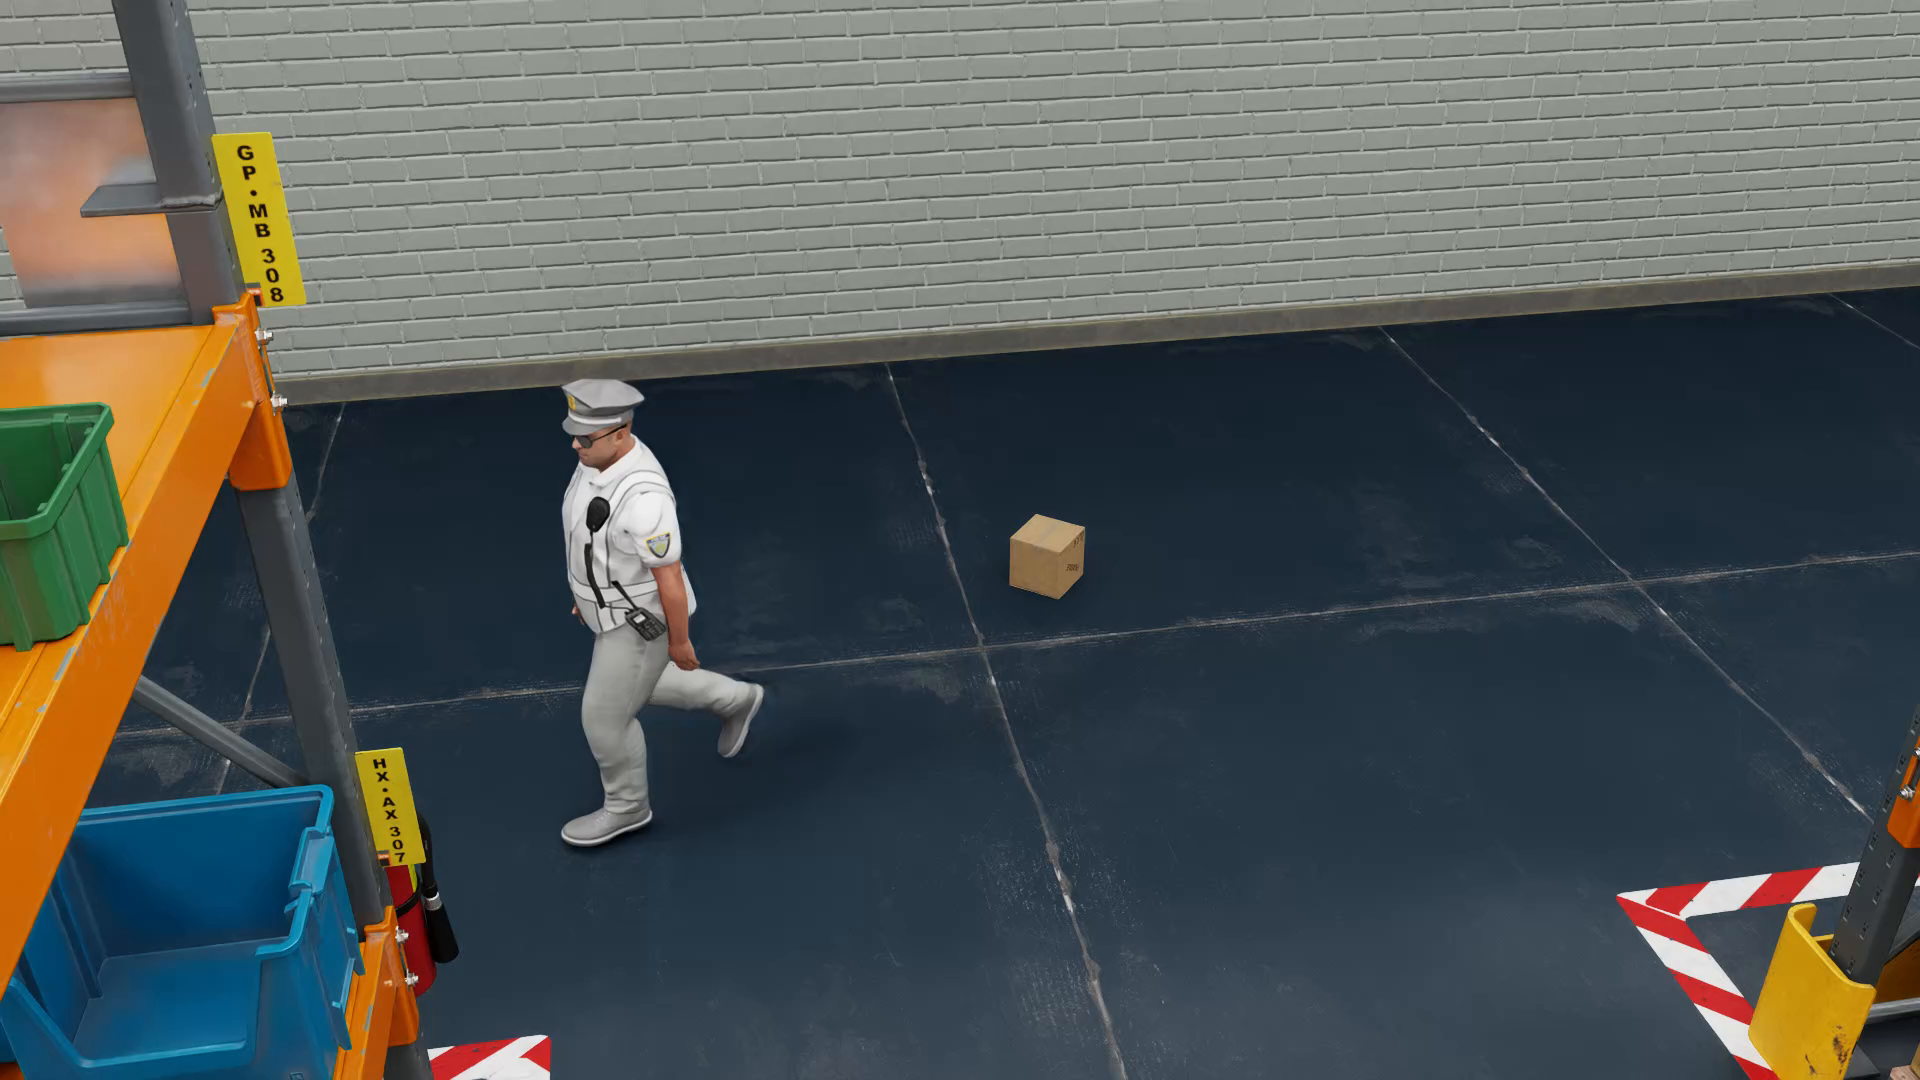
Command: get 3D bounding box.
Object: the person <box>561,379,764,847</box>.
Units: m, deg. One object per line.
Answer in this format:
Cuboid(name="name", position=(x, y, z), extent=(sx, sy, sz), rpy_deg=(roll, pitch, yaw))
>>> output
Cuboid(name="person", position=(-1.074, 0.214, 5.726), extent=(0.840, 1.721, 0.538), rpy_deg=(-14, 33, -22))
